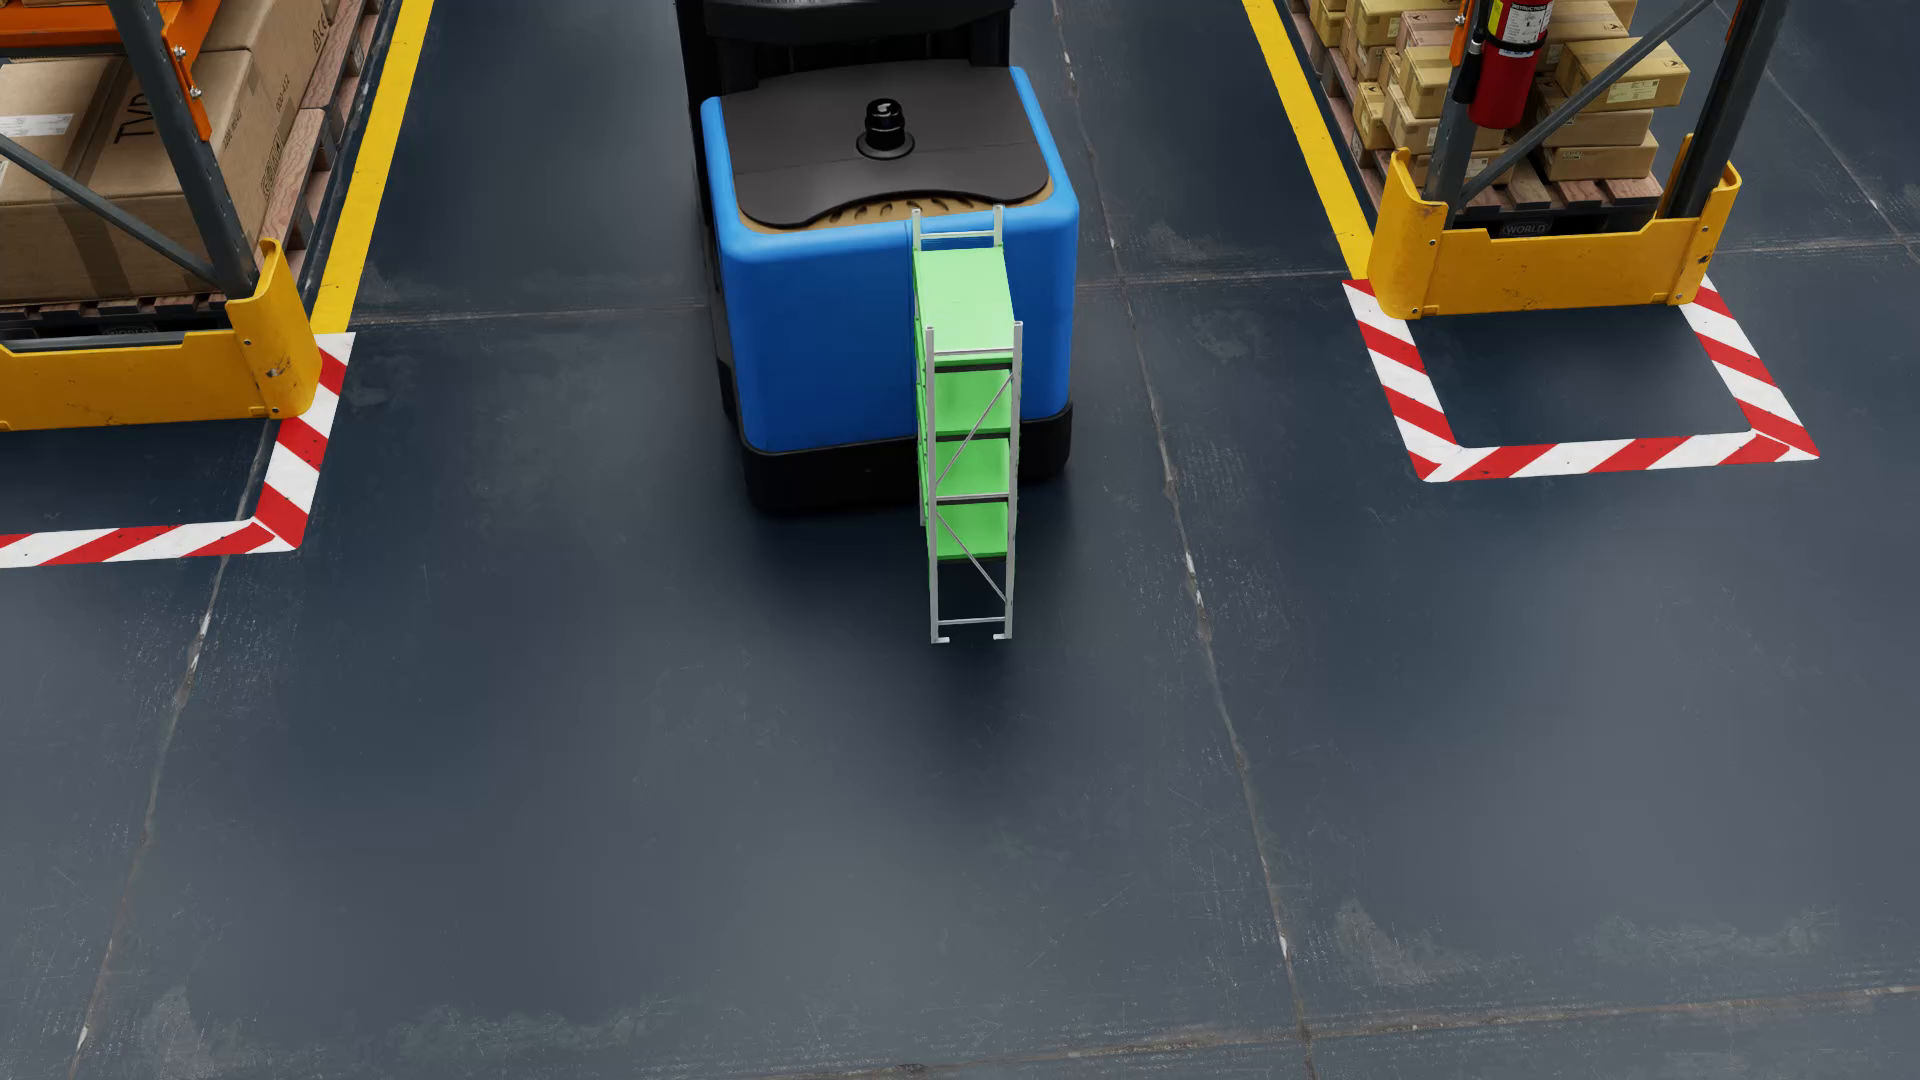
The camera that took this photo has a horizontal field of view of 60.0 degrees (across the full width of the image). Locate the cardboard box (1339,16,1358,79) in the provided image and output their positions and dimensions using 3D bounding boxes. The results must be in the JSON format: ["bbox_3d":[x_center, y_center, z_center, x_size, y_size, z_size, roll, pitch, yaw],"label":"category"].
[{"bbox_3d":[1.768,-2.014,6.766,0.380,0.149,0.250,-3,47,-3],"label":"cardboard box"}]

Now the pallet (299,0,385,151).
[{"bbox_3d":[-3.056,-2.049,7.045,1.003,0.211,1.213,-3,47,-3],"label":"pallet"}]

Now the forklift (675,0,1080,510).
[{"bbox_3d":[-0.423,-2.190,5.305,1.130,2.935,3.031,-8,47,-7],"label":"forklift"}]

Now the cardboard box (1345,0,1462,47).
[{"bbox_3d":[1.703,-2.029,6.370,0.380,0.149,0.250,-4,47,-4],"label":"cardboard box"}]

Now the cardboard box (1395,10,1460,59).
[{"bbox_3d":[1.851,-1.849,6.200,0.380,0.149,0.250,-3,47,-3],"label":"cardboard box"}]

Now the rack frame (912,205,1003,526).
[{"bbox_3d":[-0.007,-0.469,4.868,0.240,1.200,0.015,-3,47,-3],"label":"rack frame"}]

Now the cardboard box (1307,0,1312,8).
[{"bbox_3d":[1.681,-2.394,7.125,0.380,0.149,0.250,-3,47,-3],"label":"cardboard box"}]

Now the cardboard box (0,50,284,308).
[{"bbox_3d":[-2.967,-1.288,5.880,0.875,0.438,0.875,-5,47,-5],"label":"cardboard box"}]

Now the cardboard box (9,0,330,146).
[{"bbox_3d":[-3.052,-1.950,6.506,0.875,0.438,0.875,-2,47,-2],"label":"cardboard box"}]

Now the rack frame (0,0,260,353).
[{"bbox_3d":[-2.812,-1.553,4.655,1.000,3.000,0.127,-3,47,-3],"label":"rack frame"}]

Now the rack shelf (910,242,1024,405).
[{"bbox_3d":[0.014,-0.579,4.399,0.258,0.148,0.480,-3,47,-3],"label":"rack shelf"}]

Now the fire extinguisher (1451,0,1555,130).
[{"bbox_3d":[1.673,-1.562,4.974,0.296,0.674,0.183,-3,47,-3],"label":"fire extinguisher"}]

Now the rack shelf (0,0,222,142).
[{"bbox_3d":[-2.980,-2.753,6.287,1.077,0.370,4.000,-3,47,-3],"label":"rack shelf"}]

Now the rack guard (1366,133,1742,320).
[{"bbox_3d":[2.106,-1.123,5.969,1.175,0.500,0.348,-3,47,-3],"label":"rack guard"}]

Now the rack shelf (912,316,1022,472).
[{"bbox_3d":[0.014,-0.414,4.573,0.258,0.148,0.480,-3,47,-3],"label":"rack shelf"}]

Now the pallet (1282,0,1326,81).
[{"bbox_3d":[1.974,-2.494,7.467,1.003,0.211,1.213,-3,47,-3],"label":"pallet"}]

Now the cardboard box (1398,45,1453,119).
[{"bbox_3d":[1.815,-1.664,6.024,0.380,0.149,0.250,-3,47,-3],"label":"cardboard box"}]

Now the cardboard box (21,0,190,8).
[{"bbox_3d":[-2.566,-1.953,4.964,0.500,0.500,0.500,-4,47,-4],"label":"cardboard box"}]

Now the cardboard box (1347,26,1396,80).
[{"bbox_3d":[1.738,-1.934,6.485,0.380,0.149,0.250,-5,47,-5],"label":"cardboard box"}]

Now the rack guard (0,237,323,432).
[{"bbox_3d":[-2.810,-0.677,5.546,1.175,0.500,0.348,-3,47,-3],"label":"rack guard"}]

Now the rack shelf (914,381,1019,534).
[{"bbox_3d":[0.014,-0.249,4.747,0.258,0.148,0.480,-3,47,-3],"label":"rack shelf"}]

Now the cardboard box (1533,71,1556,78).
[{"bbox_3d":[2.357,-1.790,6.349,0.380,0.149,0.250,-4,47,-3],"label":"cardboard box"}]

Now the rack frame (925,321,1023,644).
[{"bbox_3d":[0.034,-0.116,4.534,0.240,1.200,0.015,-3,47,-3],"label":"rack frame"}]

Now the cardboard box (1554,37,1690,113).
[{"bbox_3d":[2.407,-1.696,6.055,0.380,0.149,0.250,-5,47,-5],"label":"cardboard box"}]

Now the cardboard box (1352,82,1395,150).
[{"bbox_3d":[1.738,-1.640,6.411,0.380,0.149,0.250,-2,47,-2],"label":"cardboard box"}]

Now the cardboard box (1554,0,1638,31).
[{"bbox_3d":[2.370,-2.078,6.417,0.380,0.149,0.250,-4,47,-3],"label":"cardboard box"}]

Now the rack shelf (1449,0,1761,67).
[{"bbox_3d":[1.945,-3.127,6.641,1.077,0.370,4.000,-3,47,-3],"label":"rack shelf"}]

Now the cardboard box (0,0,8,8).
[{"bbox_3d":[-3.116,-1.921,4.934,0.500,0.500,0.500,-3,47,-3],"label":"cardboard box"}]

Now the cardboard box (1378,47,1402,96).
[{"bbox_3d":[1.815,-1.751,6.312,0.380,0.149,0.250,-4,47,-4],"label":"cardboard box"}]

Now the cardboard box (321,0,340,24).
[{"bbox_3d":[-3.126,-2.602,7.124,0.875,0.438,0.875,-5,47,-4],"label":"cardboard box"}]

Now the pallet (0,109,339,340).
[{"bbox_3d":[-2.957,-1.168,6.211,1.003,0.211,1.213,-3,47,-3],"label":"pallet"}]

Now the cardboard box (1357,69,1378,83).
[{"bbox_3d":[1.801,-1.836,6.597,0.380,0.149,0.250,-4,47,-3],"label":"cardboard box"}]

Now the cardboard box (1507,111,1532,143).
[{"bbox_3d":[2.284,-1.674,6.444,0.380,0.149,0.250,-4,47,-3],"label":"cardboard box"}]

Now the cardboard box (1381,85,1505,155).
[{"bbox_3d":[1.783,-1.558,6.129,0.380,0.149,0.250,-5,47,-4],"label":"cardboard box"}]

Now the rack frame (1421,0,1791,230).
[{"bbox_3d":[2.112,-1.927,5.010,1.000,3.000,0.127,-3,47,-3],"label":"rack frame"}]

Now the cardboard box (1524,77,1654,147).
[{"bbox_3d":[2.324,-1.589,6.158,0.380,0.149,0.250,-2,47,-2],"label":"cardboard box"}]

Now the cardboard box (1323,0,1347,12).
[{"bbox_3d":[1.682,-2.308,6.839,0.380,0.149,0.250,-3,47,-3],"label":"cardboard box"}]

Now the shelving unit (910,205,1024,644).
[{"bbox_3d":[0.014,-0.293,4.701,0.258,1.200,0.503,-3,47,-3],"label":"shelving unit"}]

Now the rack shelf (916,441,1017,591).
[{"bbox_3d":[0.014,-0.084,4.922,0.258,0.148,0.480,-3,47,-3],"label":"rack shelf"}]

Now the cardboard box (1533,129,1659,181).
[{"bbox_3d":[2.387,-1.490,6.270,0.380,0.149,0.250,-3,47,-2],"label":"cardboard box"}]

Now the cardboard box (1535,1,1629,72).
[{"bbox_3d":[2.264,-1.888,6.237,0.380,0.149,0.250,-3,47,-3],"label":"cardboard box"}]

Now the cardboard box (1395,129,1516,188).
[{"bbox_3d":[1.860,-1.460,6.241,0.380,0.149,0.250,-3,47,-3],"label":"cardboard box"}]

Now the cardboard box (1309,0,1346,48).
[{"bbox_3d":[1.684,-2.195,6.937,0.380,0.149,0.250,-5,47,-5],"label":"cardboard box"}]

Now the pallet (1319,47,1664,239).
[{"bbox_3d":[2.073,-1.614,6.633,1.003,0.211,1.213,-3,47,-3],"label":"pallet"}]
